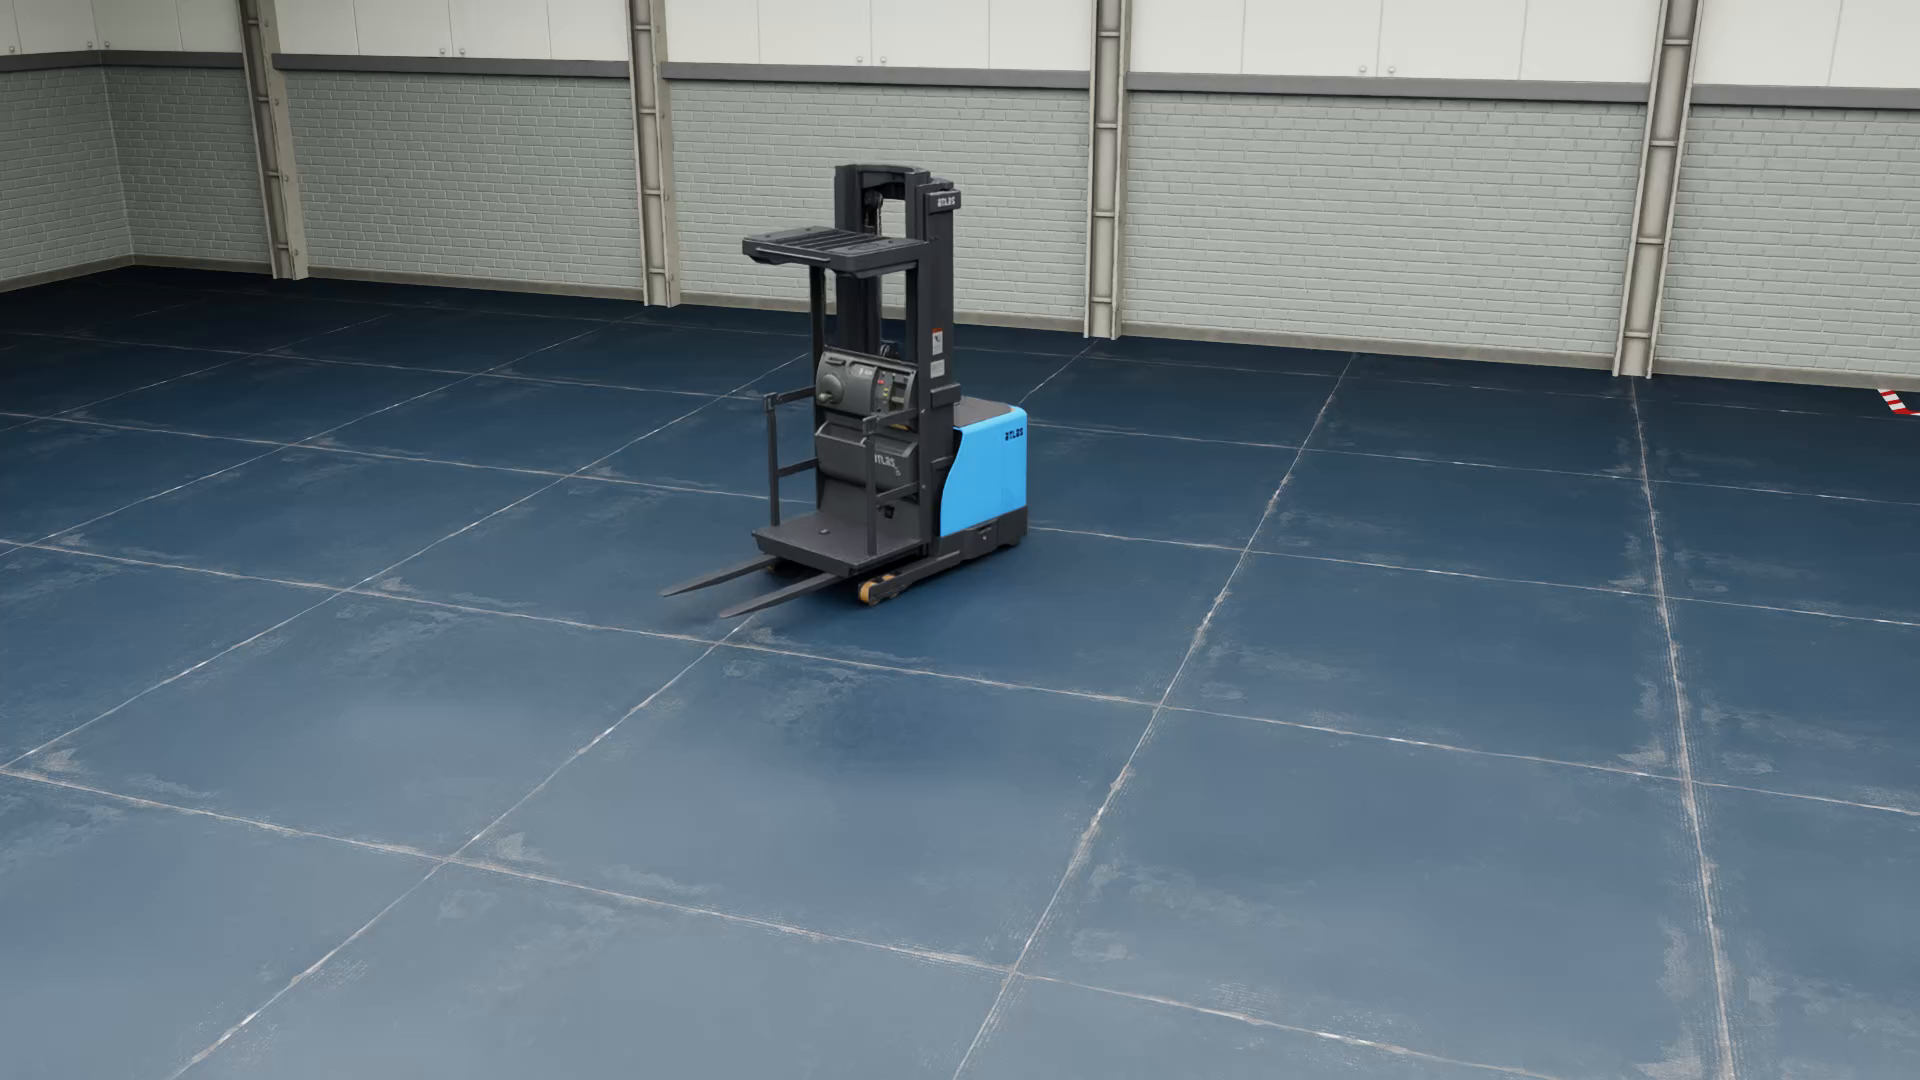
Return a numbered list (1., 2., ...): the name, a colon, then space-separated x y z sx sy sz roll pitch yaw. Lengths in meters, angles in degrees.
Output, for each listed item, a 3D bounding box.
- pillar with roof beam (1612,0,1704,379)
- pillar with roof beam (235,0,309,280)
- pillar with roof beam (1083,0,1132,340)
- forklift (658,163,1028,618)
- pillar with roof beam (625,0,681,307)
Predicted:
1. pillar with roof beam: 5.985 -4.739 12.999 0.400 9.000 9.100 7 20 18
2. pillar with roof beam: -11.019 -6.683 18.577 0.400 9.000 9.100 7 20 18
3. pillar with roof beam: 0.317 -5.387 14.859 0.400 9.000 9.100 7 20 18
4. forklift: -0.818 -1.111 11.810 1.130 2.935 3.031 16 25 38
5. pillar with roof beam: -5.351 -6.035 16.718 0.400 9.000 9.100 7 20 18
